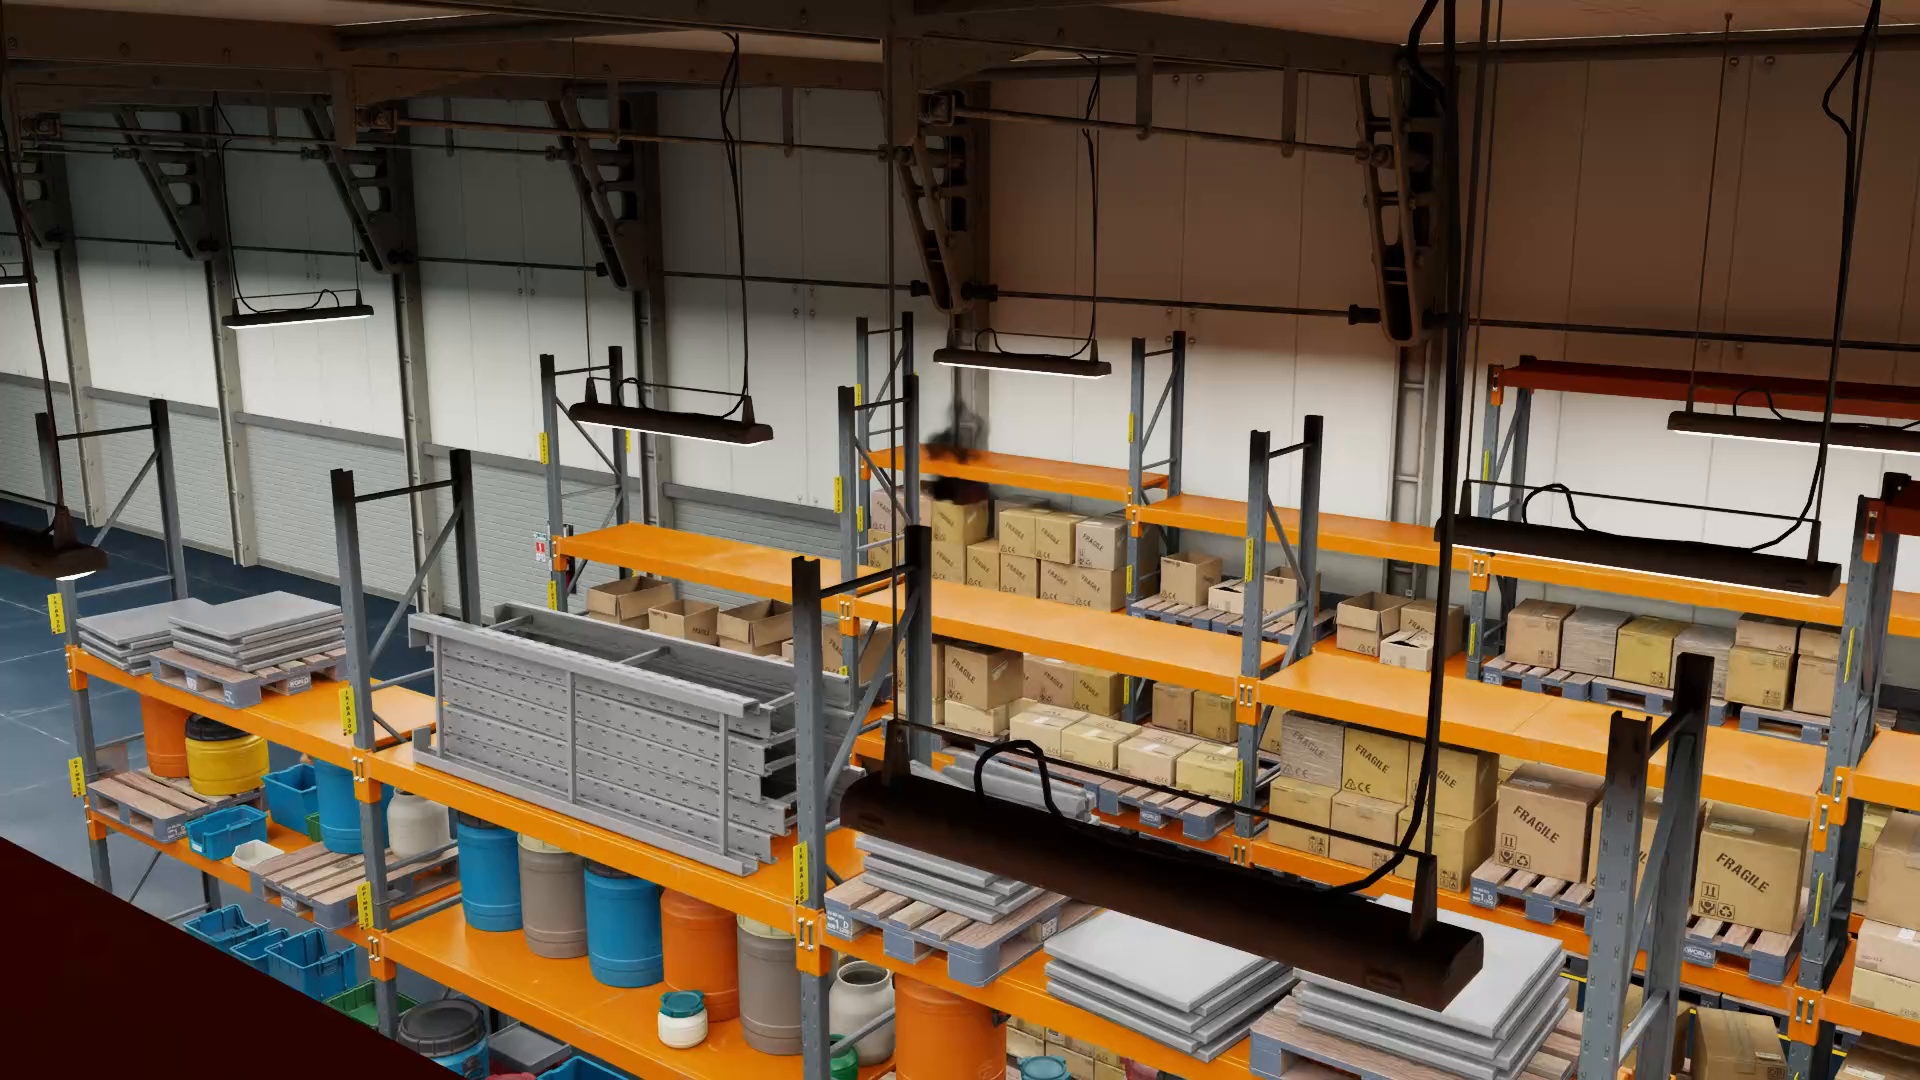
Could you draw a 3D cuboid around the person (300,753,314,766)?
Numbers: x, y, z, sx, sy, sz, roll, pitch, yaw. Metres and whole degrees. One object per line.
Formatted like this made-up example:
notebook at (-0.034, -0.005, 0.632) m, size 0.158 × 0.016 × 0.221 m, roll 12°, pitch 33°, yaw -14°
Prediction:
person at (-7.001, 3.081, 18.395) m, size 0.882 × 1.697 × 0.611 m, roll -5°, pitch 14°, yaw -20°
